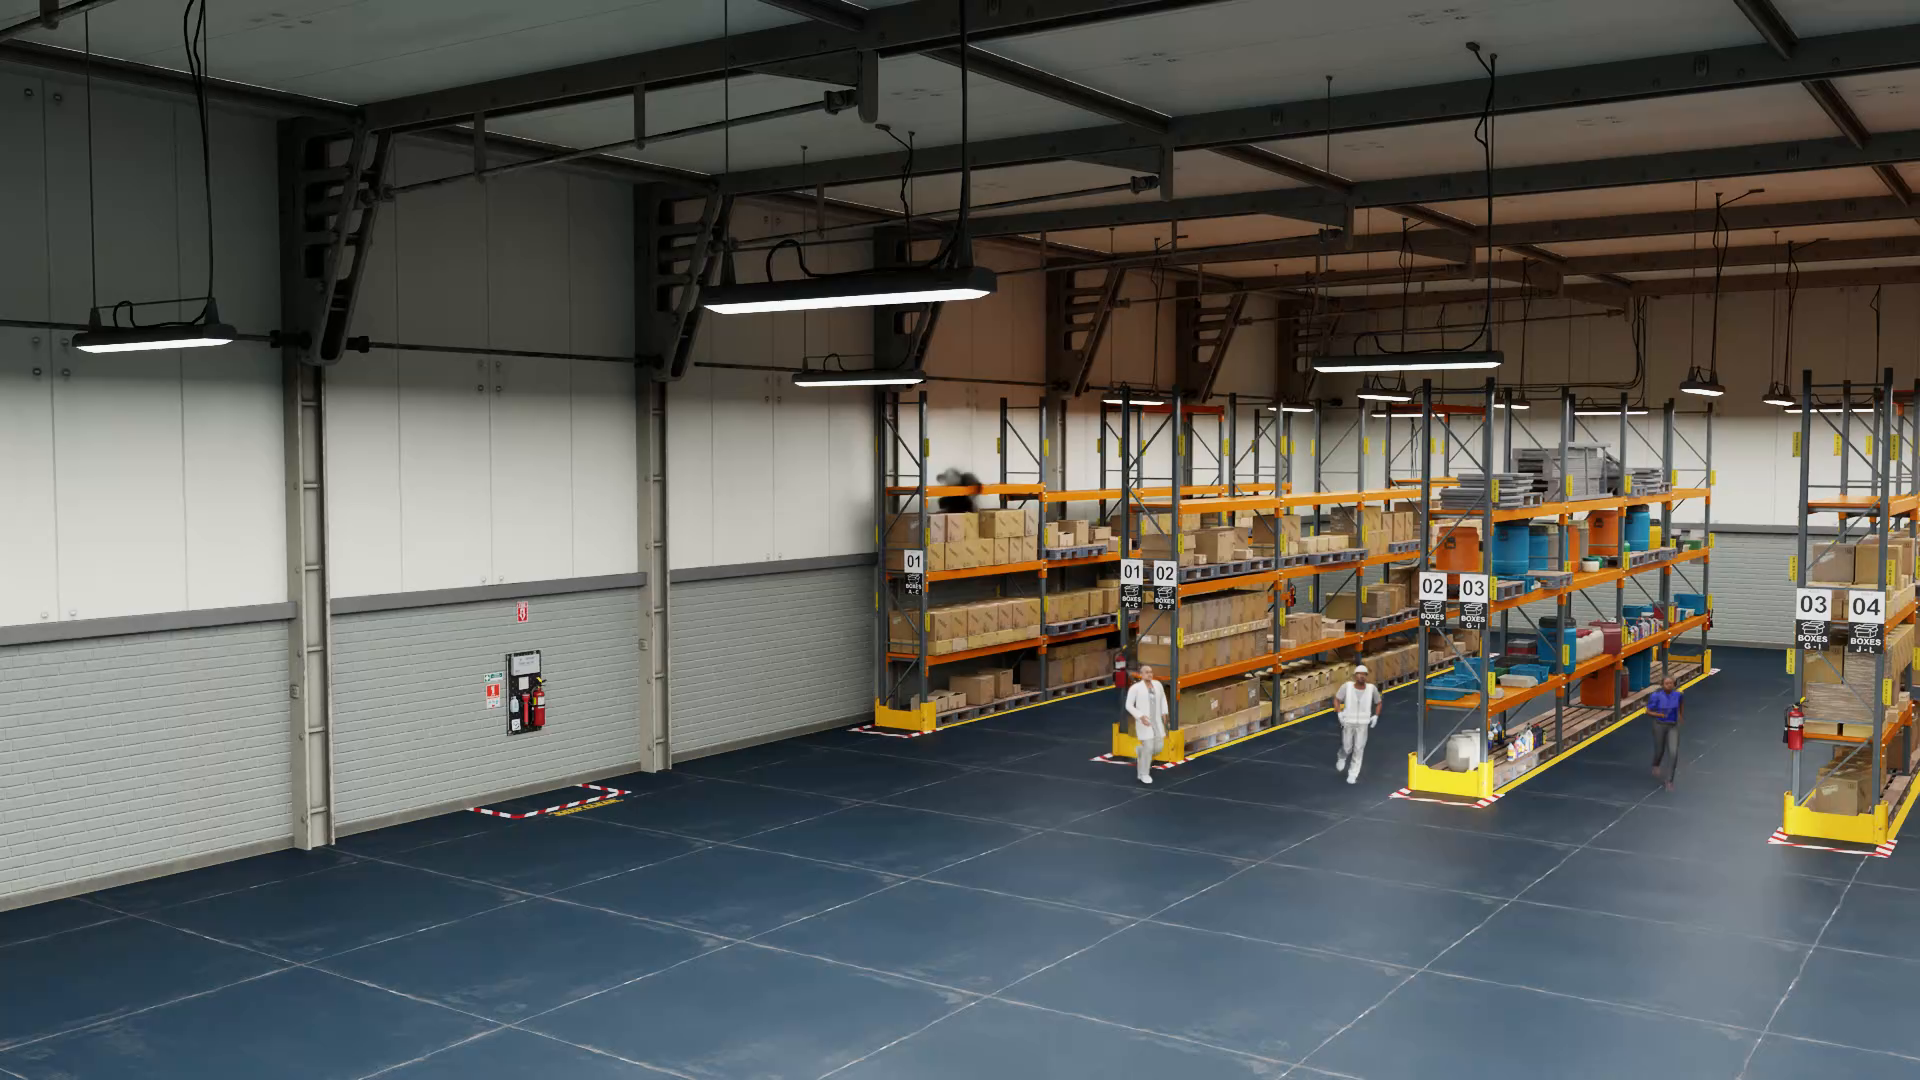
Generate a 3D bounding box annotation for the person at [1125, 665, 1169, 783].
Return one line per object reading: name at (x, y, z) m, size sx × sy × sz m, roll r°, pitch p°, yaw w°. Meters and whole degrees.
person at (2.789, 2.735, 24.831) m, size 0.731 × 1.750 × 0.711 m, roll -1°, pitch 3°, yaw -24°

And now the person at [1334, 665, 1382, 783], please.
person at (6.000, 2.758, 25.073) m, size 0.713 × 1.767 × 0.643 m, roll 0°, pitch 3°, yaw 7°

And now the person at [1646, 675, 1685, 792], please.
person at (10.436, 2.835, 24.617) m, size 0.593 × 1.697 × 0.913 m, roll 1°, pitch 3°, yaw 10°
